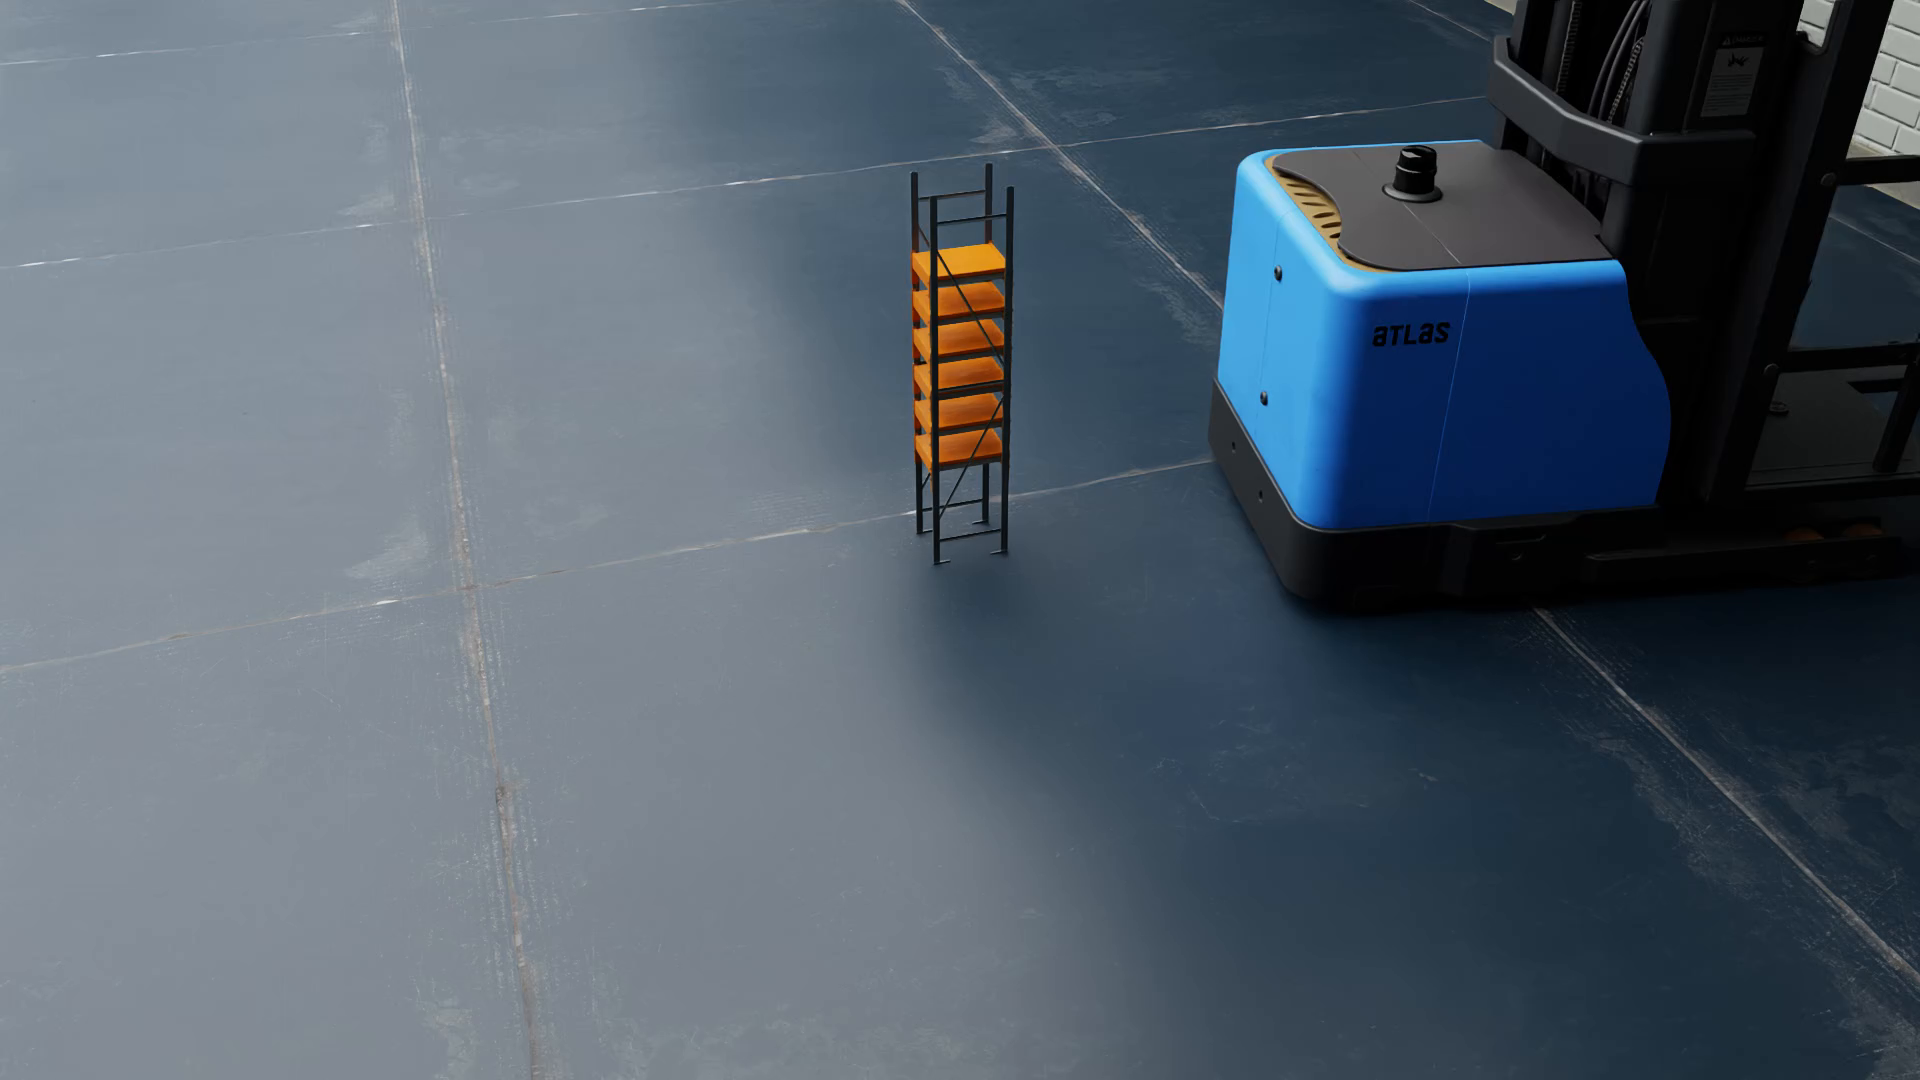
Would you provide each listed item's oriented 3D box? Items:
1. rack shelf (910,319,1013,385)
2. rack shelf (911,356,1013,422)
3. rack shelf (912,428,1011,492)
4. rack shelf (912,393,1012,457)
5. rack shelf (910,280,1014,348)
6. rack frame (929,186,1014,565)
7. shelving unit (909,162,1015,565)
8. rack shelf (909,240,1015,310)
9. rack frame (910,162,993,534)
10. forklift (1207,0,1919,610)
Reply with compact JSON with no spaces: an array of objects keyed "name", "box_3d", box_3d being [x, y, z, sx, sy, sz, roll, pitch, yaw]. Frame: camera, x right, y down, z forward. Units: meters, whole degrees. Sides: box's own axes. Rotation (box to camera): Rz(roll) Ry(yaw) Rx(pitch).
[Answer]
[{"name":"rack shelf","box_3d":[0.004,-0.556,4.866,0.258,0.103,0.180,-10,35,-15]},{"name":"rack shelf","box_3d":[0.004,-0.456,4.932,0.258,0.103,0.180,-10,35,-15]},{"name":"rack shelf","box_3d":[0.004,-0.256,5.065,0.258,0.103,0.180,-10,35,-15]},{"name":"rack shelf","box_3d":[0.004,-0.356,4.998,0.258,0.103,0.180,-10,35,-15]},{"name":"rack shelf","box_3d":[0.004,-0.656,4.800,0.258,0.103,0.180,-10,35,-15]},{"name":"rack frame","box_3d":[0.032,-0.445,4.835,0.240,1.200,0.006,-10,35,-15]},{"name":"shelving unit","box_3d":[0.004,-0.493,4.908,0.258,1.200,0.189,-10,35,-15]},{"name":"rack shelf","box_3d":[0.004,-0.756,4.734,0.258,0.103,0.180,-10,35,-15]},{"name":"rack frame","box_3d":[-0.023,-0.541,4.980,0.240,1.200,0.006,-10,35,-15]},{"name":"forklift","box_3d":[2.397,-1.378,4.677,3.031,2.935,1.130,-4,34,-7]}]
